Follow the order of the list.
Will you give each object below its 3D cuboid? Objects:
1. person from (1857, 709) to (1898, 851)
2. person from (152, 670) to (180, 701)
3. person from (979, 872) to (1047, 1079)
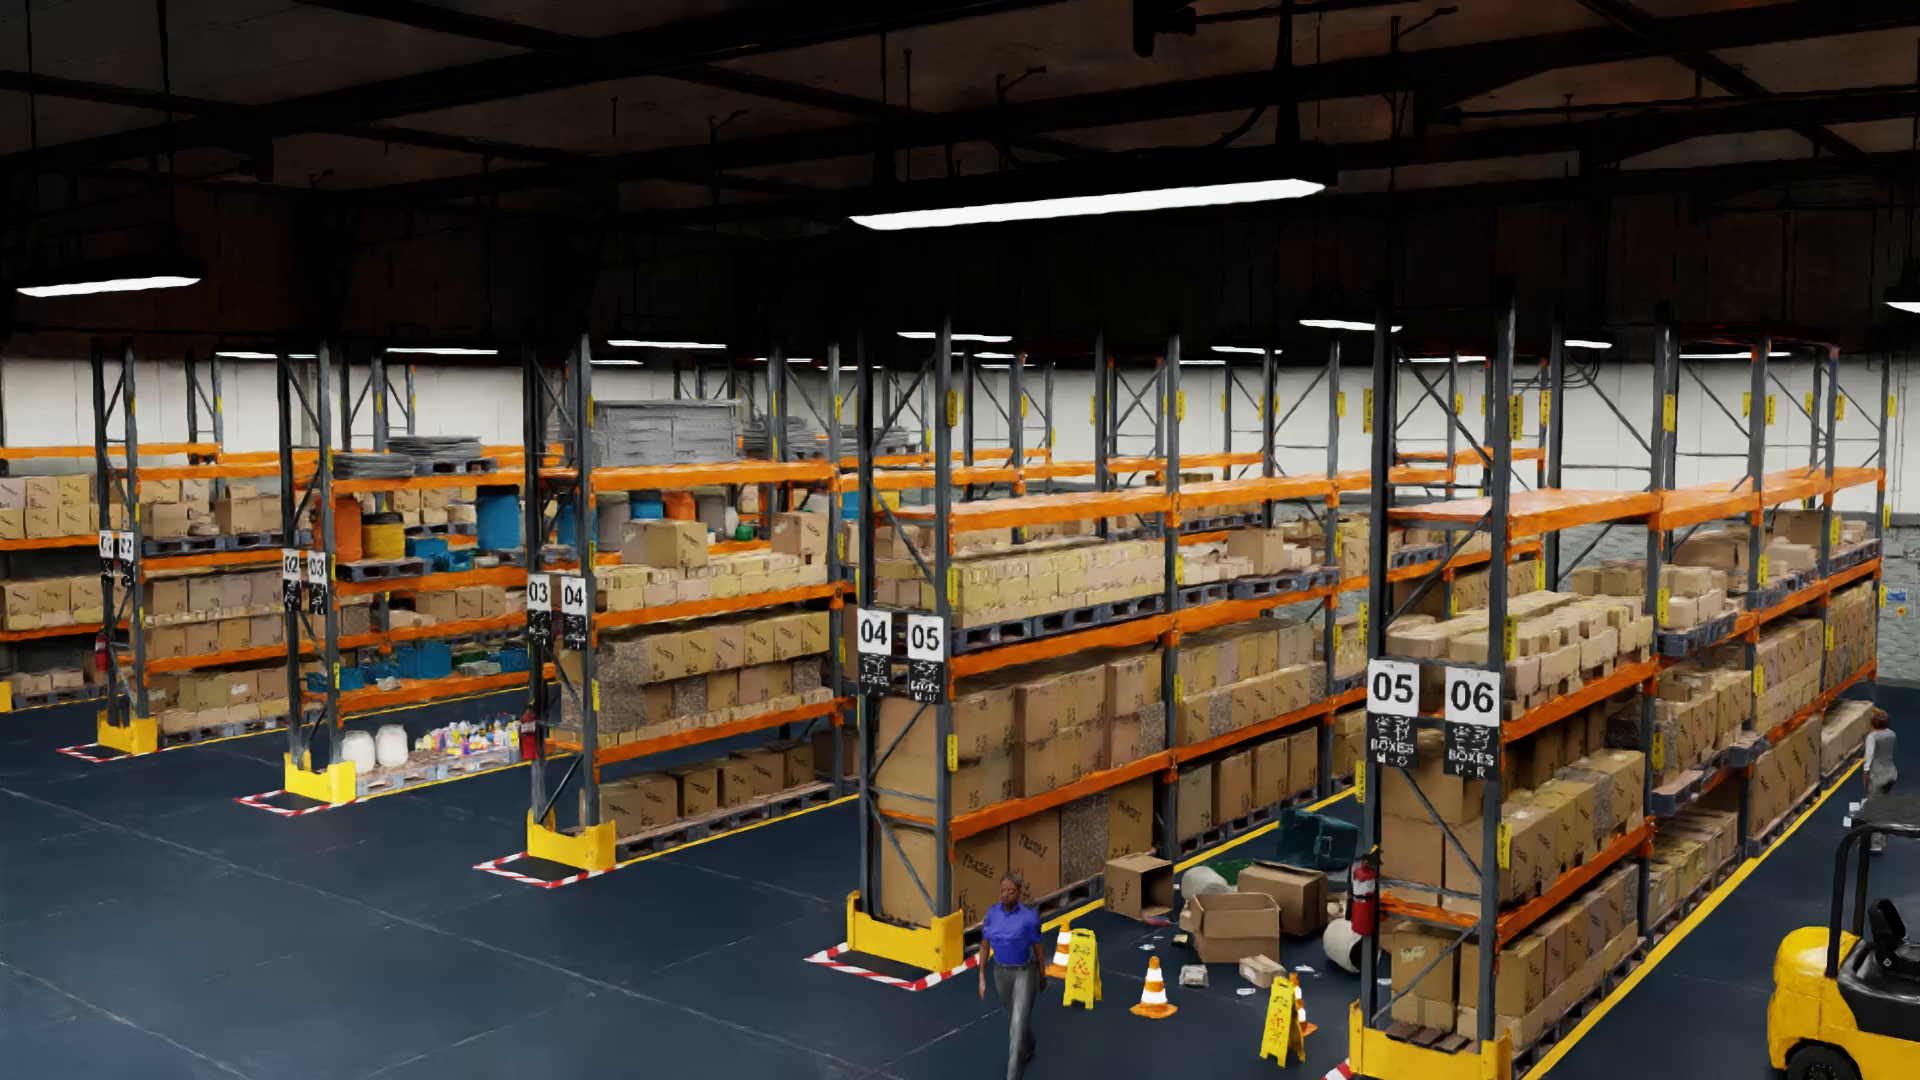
[{"bbox_3d":[10.410,2.713,18.906,0.467,1.599,0.453,-2,5,-21],"label":"person"},{"bbox_3d":[-13.268,1.847,27.718,0.461,1.783,0.615,1,5,10],"label":"person"},{"bbox_3d":[0.387,3.278,12.503,0.443,1.572,0.996,3,6,29],"label":"person"}]
